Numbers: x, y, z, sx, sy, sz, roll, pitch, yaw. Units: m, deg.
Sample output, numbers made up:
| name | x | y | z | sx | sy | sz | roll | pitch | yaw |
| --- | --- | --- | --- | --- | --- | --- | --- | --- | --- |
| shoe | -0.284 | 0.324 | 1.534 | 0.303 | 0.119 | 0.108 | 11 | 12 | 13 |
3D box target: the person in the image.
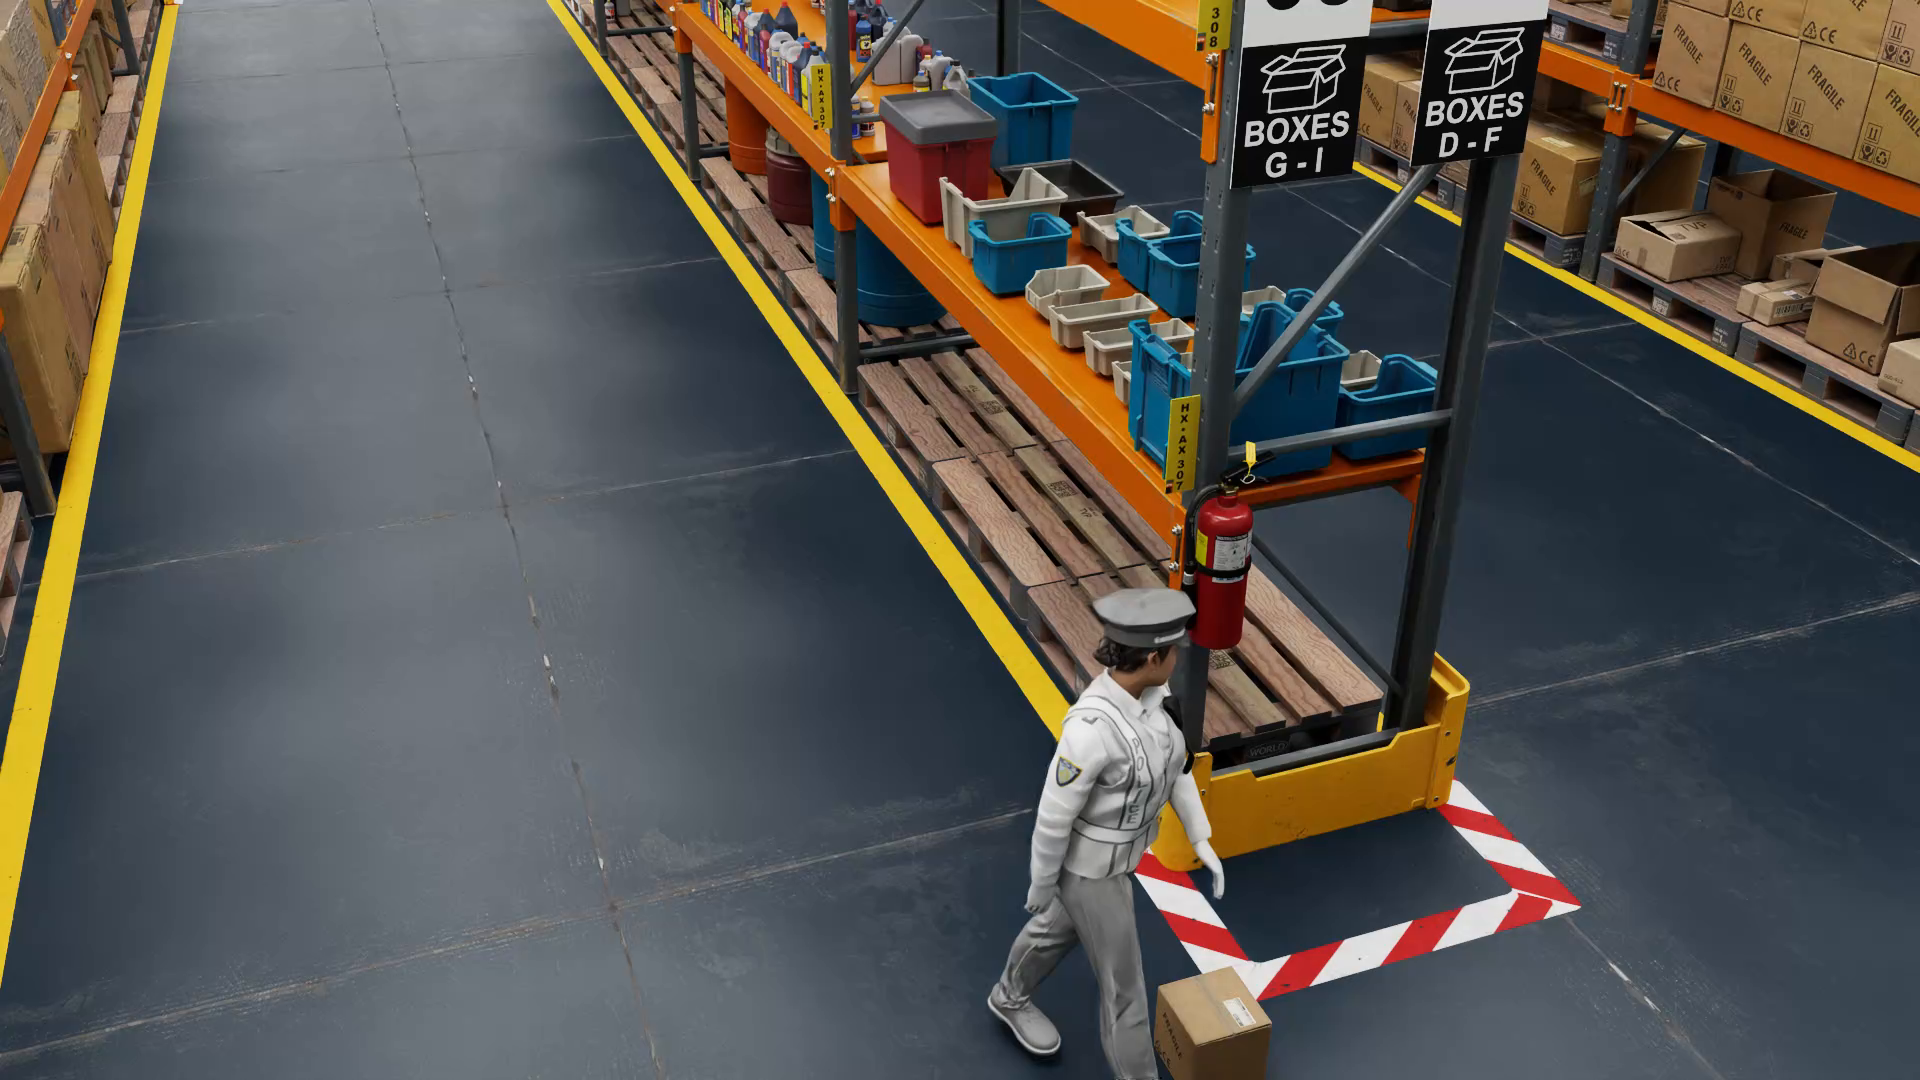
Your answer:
| name | x | y | z | sx | sy | sz | roll | pitch | yaw |
| --- | --- | --- | --- | --- | --- | --- | --- | --- | --- |
| person | 0.452 | 0.886 | 4.594 | 0.870 | 1.618 | 0.506 | 15 | 33 | 24 |
